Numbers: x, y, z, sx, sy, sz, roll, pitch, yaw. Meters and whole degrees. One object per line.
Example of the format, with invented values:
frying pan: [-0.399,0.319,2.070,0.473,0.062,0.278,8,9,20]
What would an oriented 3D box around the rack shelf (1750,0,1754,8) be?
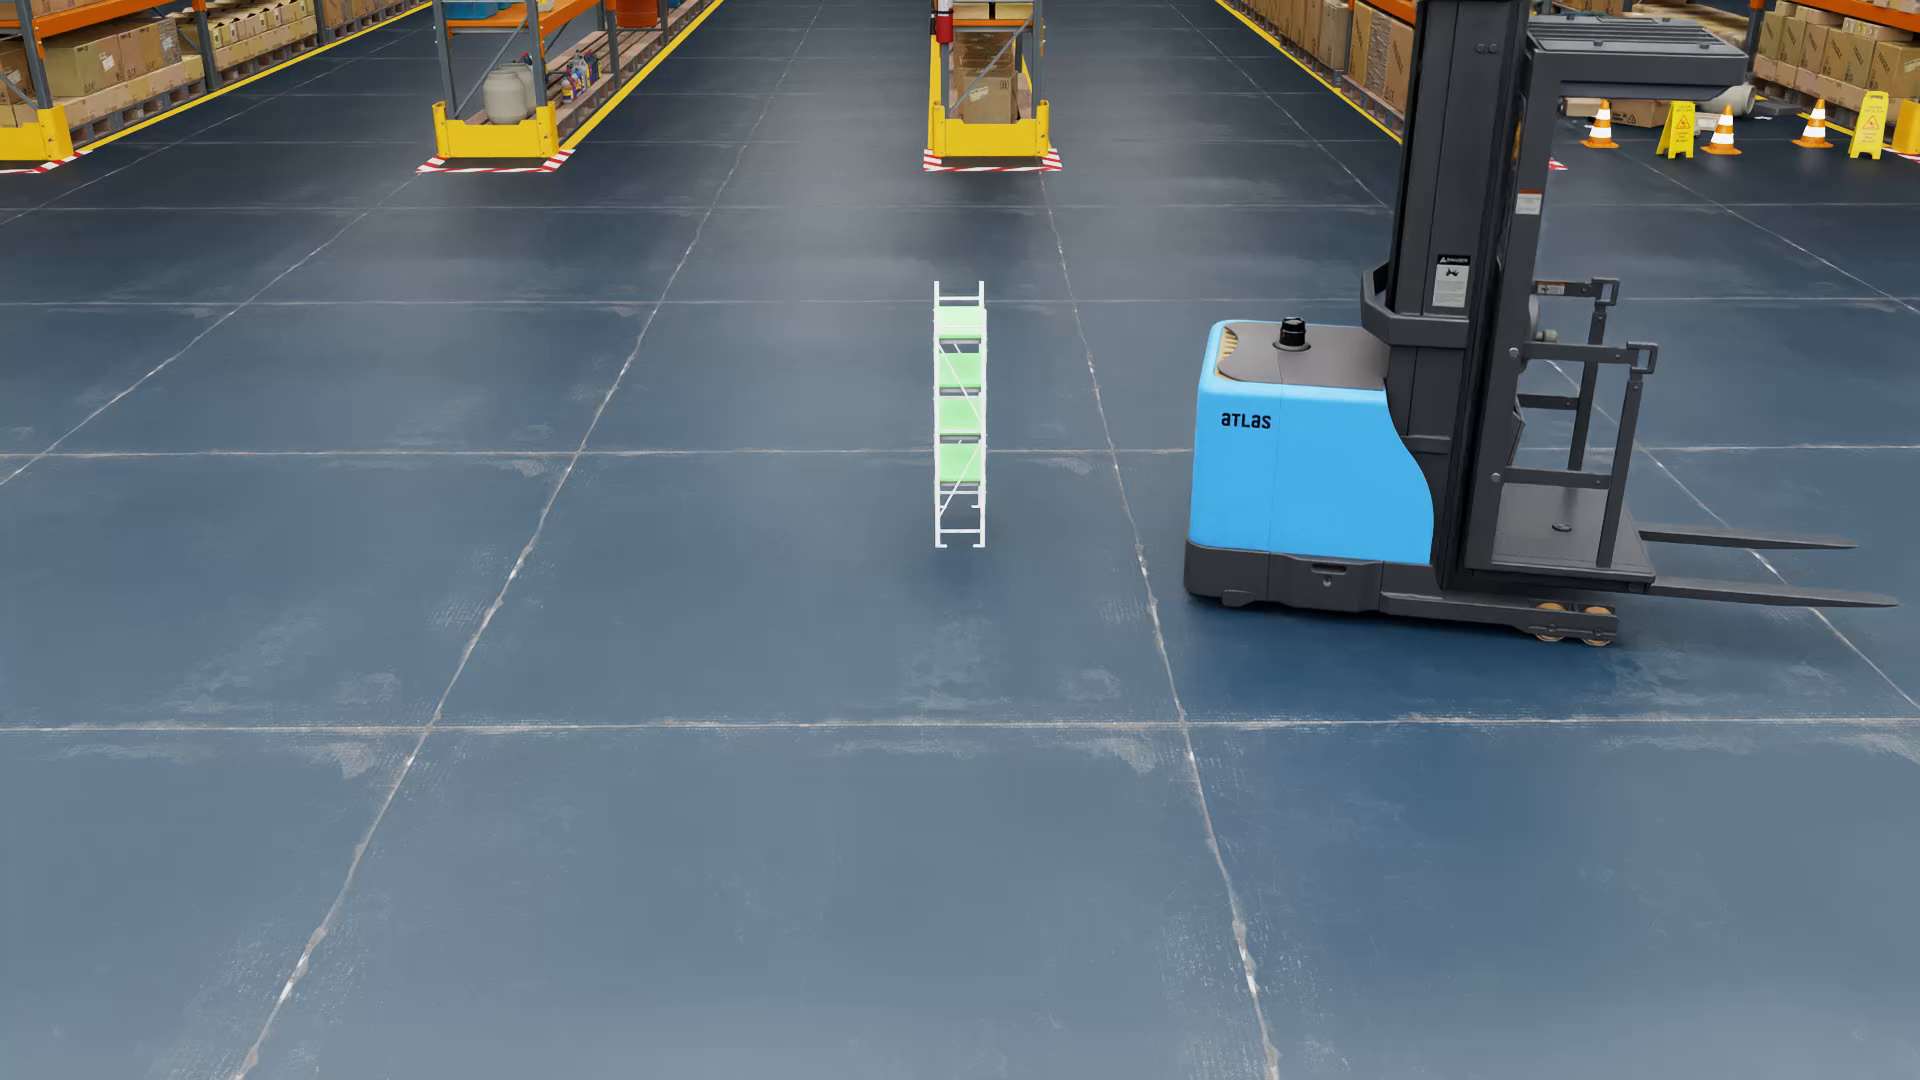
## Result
rack shelf: [10.151,-7.480,22.021,1.077,0.370,4.000,0,24,-1]

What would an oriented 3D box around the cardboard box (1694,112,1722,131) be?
cardboard box: [8.182,-4.567,18.167,0.380,0.149,0.250,13,27,27]

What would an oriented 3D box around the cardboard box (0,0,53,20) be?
cardboard box: [-9.591,-5.486,16.617,0.700,0.500,0.500,0,24,-1]

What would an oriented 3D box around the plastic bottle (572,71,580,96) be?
plastic bottle: [-4.359,-5.157,18.788,0.097,0.271,0.097,0,24,0]

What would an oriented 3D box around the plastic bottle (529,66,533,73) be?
plastic bottle: [-4.941,-5.300,19.099,0.152,0.276,0.135,0,24,-1]

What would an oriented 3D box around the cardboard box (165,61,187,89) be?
cardboard box: [-9.423,-5.438,19.461,0.500,0.250,0.500,0,24,-1]

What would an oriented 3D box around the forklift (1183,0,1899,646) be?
forklift: [2.592,-1.114,7.157,3.031,2.935,1.130,5,25,10]

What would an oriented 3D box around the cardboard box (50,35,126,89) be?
cardboard box: [-9.408,-5.162,17.940,0.500,0.500,0.500,0,24,-1]

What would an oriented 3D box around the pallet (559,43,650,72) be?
pallet: [-4.753,-6.473,22.307,1.003,0.211,1.213,0,24,-1]

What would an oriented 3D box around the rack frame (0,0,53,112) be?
rack frame: [-9.599,-5.248,16.213,1.000,3.000,0.127,0,24,-1]

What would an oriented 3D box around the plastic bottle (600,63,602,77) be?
plastic bottle: [-4.374,-5.694,20.061,0.097,0.201,0.097,0,24,0]

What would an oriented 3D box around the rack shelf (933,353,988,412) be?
rack shelf: [-0.002,-0.775,8.081,0.258,0.148,0.480,0,24,-1]

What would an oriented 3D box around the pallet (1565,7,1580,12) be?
pallet: [10.185,-8.188,26.097,1.003,0.211,1.213,0,24,-1]

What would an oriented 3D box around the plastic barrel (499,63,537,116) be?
plastic barrel: [-4.735,-4.803,17.740,0.421,0.512,0.421,0,24,0]

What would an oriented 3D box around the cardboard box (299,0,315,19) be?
cardboard box: [-9.434,-7.523,23.391,0.500,0.311,0.500,0,24,1]

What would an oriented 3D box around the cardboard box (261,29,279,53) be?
cardboard box: [-9.416,-6.635,22.108,0.500,0.250,0.500,0,24,0]

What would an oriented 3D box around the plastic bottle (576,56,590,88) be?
plastic bottle: [-4.389,-5.434,19.305,0.144,0.351,0.185,0,24,-1]

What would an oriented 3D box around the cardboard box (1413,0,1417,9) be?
cardboard box: [5.191,-5.719,17.072,0.875,0.550,0.550,0,24,-1]

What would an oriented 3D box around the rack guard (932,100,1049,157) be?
rack guard: [0.306,-4.183,16.892,1.175,0.500,0.348,0,24,-1]

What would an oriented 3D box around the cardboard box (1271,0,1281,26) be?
cardboard box: [4.912,-7.890,24.579,0.500,0.500,0.500,0,24,-1]

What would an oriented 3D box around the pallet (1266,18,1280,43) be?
pallet: [5.173,-7.619,24.840,1.003,0.211,1.213,0,24,-1]

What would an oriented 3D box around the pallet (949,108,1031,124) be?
pallet: [0.333,-4.386,17.692,1.003,0.211,1.213,0,24,-1]

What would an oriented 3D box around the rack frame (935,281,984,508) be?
rack frame: [-0.004,-0.715,8.376,0.240,1.200,0.015,0,24,-1]

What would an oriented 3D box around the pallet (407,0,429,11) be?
pallet: [-9.736,-9.205,28.346,1.003,0.211,1.213,0,24,-1]

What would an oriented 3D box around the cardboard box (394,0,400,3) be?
cardboard box: [-9.438,-9.052,27.123,0.500,0.500,0.500,0,24,-1]

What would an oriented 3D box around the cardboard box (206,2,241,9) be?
cardboard box: [-9.957,-7.094,22.443,0.500,0.311,0.500,-1,24,-2]

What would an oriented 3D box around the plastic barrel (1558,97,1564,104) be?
plastic barrel: [6.770,-5.285,19.422,0.512,0.421,0.421,19,30,35]

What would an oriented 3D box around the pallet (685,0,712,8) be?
pallet: [-4.823,-9.245,28.436,1.003,0.211,1.213,0,24,-1]

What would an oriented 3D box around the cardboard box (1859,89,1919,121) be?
cardboard box: [9.938,-4.615,17.642,0.500,0.250,0.500,0,24,-1]

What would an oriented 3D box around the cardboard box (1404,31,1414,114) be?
cardboard box: [5.194,-4.774,17.233,0.875,0.875,0.875,0,24,0]

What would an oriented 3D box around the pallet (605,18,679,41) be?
pallet: [-4.783,-7.619,24.840,1.003,0.211,1.213,0,24,-1]

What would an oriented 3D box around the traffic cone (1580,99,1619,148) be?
traffic cone: [6.682,-4.341,17.286,0.336,0.463,0.334,0,24,-1]

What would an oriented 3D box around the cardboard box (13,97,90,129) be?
cardboard box: [-9.382,-4.408,17.183,0.500,0.250,0.500,0,24,-1]

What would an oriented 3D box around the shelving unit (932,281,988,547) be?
shelving unit: [-0.002,-0.615,8.154,0.258,1.200,0.503,0,24,-1]

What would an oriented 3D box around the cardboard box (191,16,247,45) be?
cardboard box: [-9.398,-6.468,21.057,0.500,0.311,0.500,-1,24,-1]

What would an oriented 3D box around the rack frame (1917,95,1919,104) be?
rack frame: [10.216,-5.335,16.406,1.000,3.000,0.127,0,24,-1]

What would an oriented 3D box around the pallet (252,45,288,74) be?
pallet: [-9.706,-6.433,22.217,1.003,0.211,1.213,0,24,-1]

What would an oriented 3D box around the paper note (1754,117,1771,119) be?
paper note: [9.061,-4.764,18.747,0.142,0.019,0.148,-9,26,-19]

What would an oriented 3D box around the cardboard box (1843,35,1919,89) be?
cardboard box: [9.938,-5.159,17.934,0.500,0.500,0.500,1,24,1]

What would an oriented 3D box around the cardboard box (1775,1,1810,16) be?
cardboard box: [9.851,-6.263,19.588,0.380,0.149,0.250,0,24,0]

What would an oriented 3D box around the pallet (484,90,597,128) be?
pallet: [-4.708,-4.865,18.751,1.003,0.211,1.213,0,24,-1]

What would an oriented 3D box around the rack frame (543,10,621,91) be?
rack frame: [-4.689,-6.917,19.903,1.000,3.000,0.127,0,24,-1]

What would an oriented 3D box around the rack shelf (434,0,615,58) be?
rack shelf: [-4.668,-5.765,18.229,1.077,0.370,4.000,0,24,-1]

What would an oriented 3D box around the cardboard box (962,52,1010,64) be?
cardboard box: [0.288,-5.105,18.420,0.500,0.500,0.500,2,24,4]

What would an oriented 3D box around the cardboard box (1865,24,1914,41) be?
cardboard box: [9.876,-5.391,17.659,0.380,0.149,0.250,0,24,1]

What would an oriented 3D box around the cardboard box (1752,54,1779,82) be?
cardboard box: [9.909,-5.678,19.990,0.500,0.250,0.500,-1,24,-3]

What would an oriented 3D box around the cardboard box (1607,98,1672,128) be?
cardboard box: [7.666,-4.910,18.496,0.797,0.503,0.637,-19,31,-36]

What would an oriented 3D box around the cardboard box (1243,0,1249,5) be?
cardboard box: [4.880,-8.963,26.951,0.500,0.500,0.500,1,24,1]

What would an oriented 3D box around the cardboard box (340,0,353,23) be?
cardboard box: [-9.417,-8.010,24.820,0.500,0.500,0.500,-1,24,-2]

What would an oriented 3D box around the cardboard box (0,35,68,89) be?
cardboard box: [-9.928,-5.159,17.935,0.500,0.500,0.500,0,24,-1]

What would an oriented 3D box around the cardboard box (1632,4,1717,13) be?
cardboard box: [10.125,-7.393,23.635,0.950,0.372,0.625,-2,24,-4]
